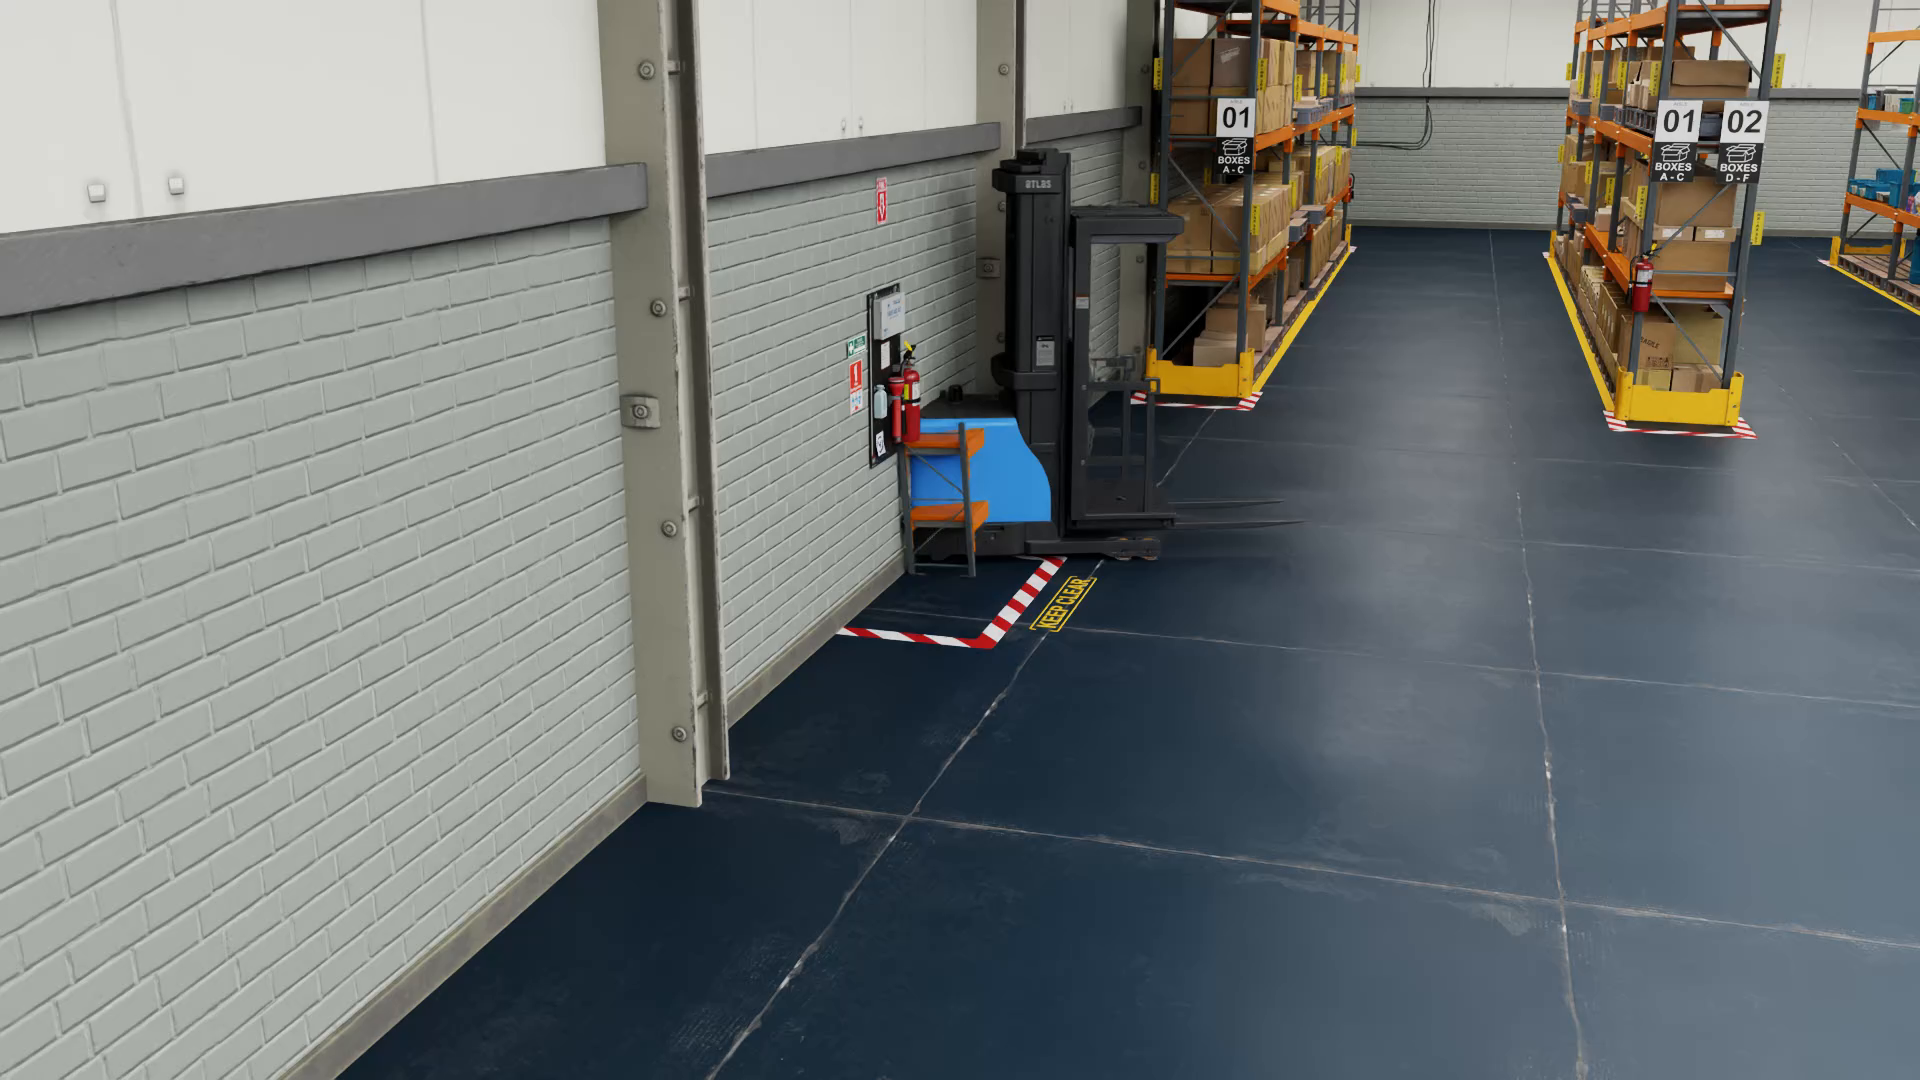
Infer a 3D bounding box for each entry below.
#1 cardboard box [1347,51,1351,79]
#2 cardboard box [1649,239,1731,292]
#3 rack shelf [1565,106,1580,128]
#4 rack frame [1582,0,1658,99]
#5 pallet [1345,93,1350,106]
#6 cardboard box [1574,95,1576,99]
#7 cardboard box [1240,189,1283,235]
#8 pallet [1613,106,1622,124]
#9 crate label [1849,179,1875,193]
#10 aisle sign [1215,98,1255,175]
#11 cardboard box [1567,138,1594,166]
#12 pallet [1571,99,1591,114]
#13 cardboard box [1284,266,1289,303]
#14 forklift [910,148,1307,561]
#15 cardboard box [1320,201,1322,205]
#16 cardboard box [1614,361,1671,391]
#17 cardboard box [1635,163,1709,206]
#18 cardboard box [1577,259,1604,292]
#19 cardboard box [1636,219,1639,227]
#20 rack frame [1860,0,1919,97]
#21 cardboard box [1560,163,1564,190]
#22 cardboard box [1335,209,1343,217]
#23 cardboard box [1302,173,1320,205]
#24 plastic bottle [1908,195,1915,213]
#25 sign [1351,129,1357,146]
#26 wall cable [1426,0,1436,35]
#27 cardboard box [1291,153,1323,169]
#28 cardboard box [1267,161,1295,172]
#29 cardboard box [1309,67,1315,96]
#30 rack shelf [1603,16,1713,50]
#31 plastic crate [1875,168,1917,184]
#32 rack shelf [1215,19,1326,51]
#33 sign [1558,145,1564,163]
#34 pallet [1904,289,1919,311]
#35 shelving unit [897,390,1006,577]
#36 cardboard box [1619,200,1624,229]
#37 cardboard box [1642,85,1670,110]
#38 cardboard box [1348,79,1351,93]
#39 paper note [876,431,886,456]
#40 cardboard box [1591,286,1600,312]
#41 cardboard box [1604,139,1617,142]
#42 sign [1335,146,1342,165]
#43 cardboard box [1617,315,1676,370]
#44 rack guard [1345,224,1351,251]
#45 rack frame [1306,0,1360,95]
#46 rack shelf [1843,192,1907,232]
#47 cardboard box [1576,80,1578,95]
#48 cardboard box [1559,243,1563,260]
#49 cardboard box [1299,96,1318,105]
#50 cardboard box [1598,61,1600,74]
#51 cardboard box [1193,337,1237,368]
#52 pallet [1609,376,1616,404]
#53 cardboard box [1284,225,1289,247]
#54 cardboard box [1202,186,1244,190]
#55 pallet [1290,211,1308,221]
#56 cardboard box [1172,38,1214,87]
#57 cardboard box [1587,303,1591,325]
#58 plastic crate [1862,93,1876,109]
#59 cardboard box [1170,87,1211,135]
[{"bbox_3d":[6.814,-8.629,30.207,0.500,0.500,0.500,5,17,16],"label":"cardboard box"},{"bbox_3d":[7.552,-2.865,17.249,0.700,0.500,0.500,5,16,16],"label":"cardboard box"},{"bbox_3d":[11.386,-7.455,29.438,1.077,0.370,4.000,5,16,16],"label":"rack shelf"},{"bbox_3d":[10.818,-8.721,27.086,1.000,3.000,0.127,5,16,16],"label":"rack frame"},{"bbox_3d":[6.658,-8.150,30.731,1.003,0.211,1.213,5,16,16],"label":"pallet"},{"bbox_3d":[11.134,-7.746,29.418,0.500,0.250,0.500,5,16,16],"label":"cardboard box"},{"bbox_3d":[3.666,-4.014,20.347,0.500,0.500,0.500,4,16,14],"label":"cardboard box"},{"bbox_3d":[9.259,-5.663,22.148,1.003,0.211,1.213,5,17,18],"label":"pallet"},{"bbox_3d":[16.317,-6.406,30.113,0.416,0.233,0.303,5,16,16],"label":"crate label"},{"bbox_3d":[2.924,-4.287,17.683,0.394,0.787,0.004,5,16,16],"label":"aisle sign"},{"bbox_3d":[11.144,-6.914,29.693,0.500,0.500,0.500,4,16,15],"label":"cardboard box"},{"bbox_3d":[10.565,-7.022,26.938,1.213,0.211,1.003,5,16,16],"label":"pallet"},{"bbox_3d":[4.404,-3.730,24.259,0.700,0.500,0.500,5,16,16],"label":"cardboard box"},{"bbox_3d":[1.077,-1.398,12.388,3.031,2.935,1.130,-1,16,-4],"label":"forklift"},{"bbox_3d":[5.839,-5.668,27.738,0.380,0.149,0.250,4,16,14],"label":"cardboard box"},{"bbox_3d":[7.277,-1.738,17.729,0.500,0.250,0.500,5,16,16],"label":"cardboard box"},{"bbox_3d":[8.139,-4.034,18.995,0.700,0.500,0.500,5,16,16],"label":"cardboard box"},{"bbox_3d":[9.722,-4.060,25.423,0.500,0.500,0.500,5,17,18],"label":"cardboard box"},{"bbox_3d":[7.772,-3.576,18.569,0.380,0.149,0.250,4,16,15],"label":"cardboard box"},{"bbox_3d":[16.702,-9.383,29.418,1.000,3.000,0.127,5,16,16],"label":"rack frame"},{"bbox_3d":[11.575,-6.834,31.243,0.500,0.500,0.500,5,17,17],"label":"cardboard box"},{"bbox_3d":[7.239,-6.338,32.299,0.380,0.149,0.250,4,16,15],"label":"cardboard box"},{"bbox_3d":[5.314,-5.480,25.887,0.500,0.500,0.500,5,17,18],"label":"cardboard box"},{"bbox_3d":[15.015,-5.296,26.218,0.061,0.283,0.133,5,16,16],"label":"plastic bottle"},{"bbox_3d":[7.720,-7.890,32.593,0.100,0.325,0.005,5,16,16],"label":"sign"},{"bbox_3d":[11.748,-12.329,36.240,3.097,2.526,0.112,5,16,16],"label":"wall cable"},{"bbox_3d":[5.459,-5.973,26.251,0.500,0.250,0.500,4,16,15],"label":"cardboard box"},{"bbox_3d":[4.784,-5.566,24.776,0.380,0.149,0.250,2,16,7],"label":"cardboard box"},{"bbox_3d":[5.283,-7.292,26.556,0.700,0.500,0.500,6,17,19],"label":"cardboard box"},{"bbox_3d":[9.113,-6.613,21.704,1.077,0.370,4.000,5,16,16],"label":"rack shelf"},{"bbox_3d":[16.786,-6.440,29.863,0.616,0.435,0.499,5,16,16],"label":"plastic crate"},{"bbox_3d":[4.362,-6.996,23.055,1.077,0.370,4.000,5,16,16],"label":"rack shelf"},{"bbox_3d":[11.434,-7.340,31.624,0.100,0.325,0.005,5,16,16],"label":"sign"},{"bbox_3d":[14.962,-3.590,25.098,1.003,0.211,1.213,5,16,16],"label":"pallet"},{"bbox_3d":[-0.017,-0.436,12.205,0.538,1.125,1.048,2,18,18],"label":"shelving unit"},{"bbox_3d":[9.070,-4.259,22.163,0.500,0.500,0.500,5,16,16],"label":"cardboard box"},{"bbox_3d":[7.482,-4.658,17.505,0.500,0.250,0.500,5,16,16],"label":"cardboard box"},{"bbox_3d":[6.960,-8.401,30.775,0.500,0.250,0.500,4,16,14],"label":"cardboard box"},{"bbox_3d":[-0.534,-0.651,11.241,0.016,0.148,0.142,5,16,16],"label":"paper note"},{"bbox_3d":[8.526,-3.156,21.700,0.500,0.311,0.500,5,17,17],"label":"cardboard box"},{"bbox_3d":[11.514,-6.735,29.062,0.500,0.500,0.500,4,16,14],"label":"cardboard box"},{"bbox_3d":[6.590,-6.698,28.969,0.100,0.325,0.005,5,16,16],"label":"sign"},{"bbox_3d":[7.275,-2.099,17.627,0.500,0.500,0.500,5,16,16],"label":"cardboard box"},{"bbox_3d":[7.211,-6.068,33.308,1.175,0.500,0.348,5,16,16],"label":"rack guard"},{"bbox_3d":[7.204,-10.151,32.126,1.000,3.000,0.127,5,16,16],"label":"rack frame"},{"bbox_3d":[16.134,-5.627,28.490,1.077,0.370,4.000,5,16,16],"label":"rack shelf"},{"bbox_3d":[10.985,-7.856,28.891,0.500,0.250,0.500,5,16,16],"label":"cardboard box"},{"bbox_3d":[10.921,-5.120,29.506,0.500,0.311,0.500,5,16,16],"label":"cardboard box"},{"bbox_3d":[4.985,-6.372,24.428,0.500,0.311,0.500,5,16,16],"label":"cardboard box"},{"bbox_3d":[10.436,-7.274,26.343,0.600,0.600,0.600,4,16,15],"label":"cardboard box"},{"bbox_3d":[2.940,-2.171,19.107,0.500,0.311,0.500,3,16,10],"label":"cardboard box"},{"bbox_3d":[7.585,-1.557,17.933,1.003,0.211,1.213,5,16,16],"label":"pallet"},{"bbox_3d":[3.950,-3.915,21.374,0.500,0.250,0.500,5,16,16],"label":"cardboard box"},{"bbox_3d":[3.309,-4.182,20.939,0.500,0.500,0.500,5,16,16],"label":"cardboard box"},{"bbox_3d":[4.407,-4.558,23.755,1.003,0.211,1.213,5,16,16],"label":"pallet"},{"bbox_3d":[2.529,-5.194,18.094,0.500,0.500,0.500,5,17,18],"label":"cardboard box"},{"bbox_3d":[8.675,-3.018,22.243,0.500,0.250,0.500,5,17,17],"label":"cardboard box"},{"bbox_3d":[16.326,-7.797,29.566,0.497,0.269,0.590,5,16,16],"label":"plastic crate"},{"bbox_3d":[2.533,-4.708,18.215,0.500,0.500,0.500,6,17,20],"label":"cardboard box"}]
